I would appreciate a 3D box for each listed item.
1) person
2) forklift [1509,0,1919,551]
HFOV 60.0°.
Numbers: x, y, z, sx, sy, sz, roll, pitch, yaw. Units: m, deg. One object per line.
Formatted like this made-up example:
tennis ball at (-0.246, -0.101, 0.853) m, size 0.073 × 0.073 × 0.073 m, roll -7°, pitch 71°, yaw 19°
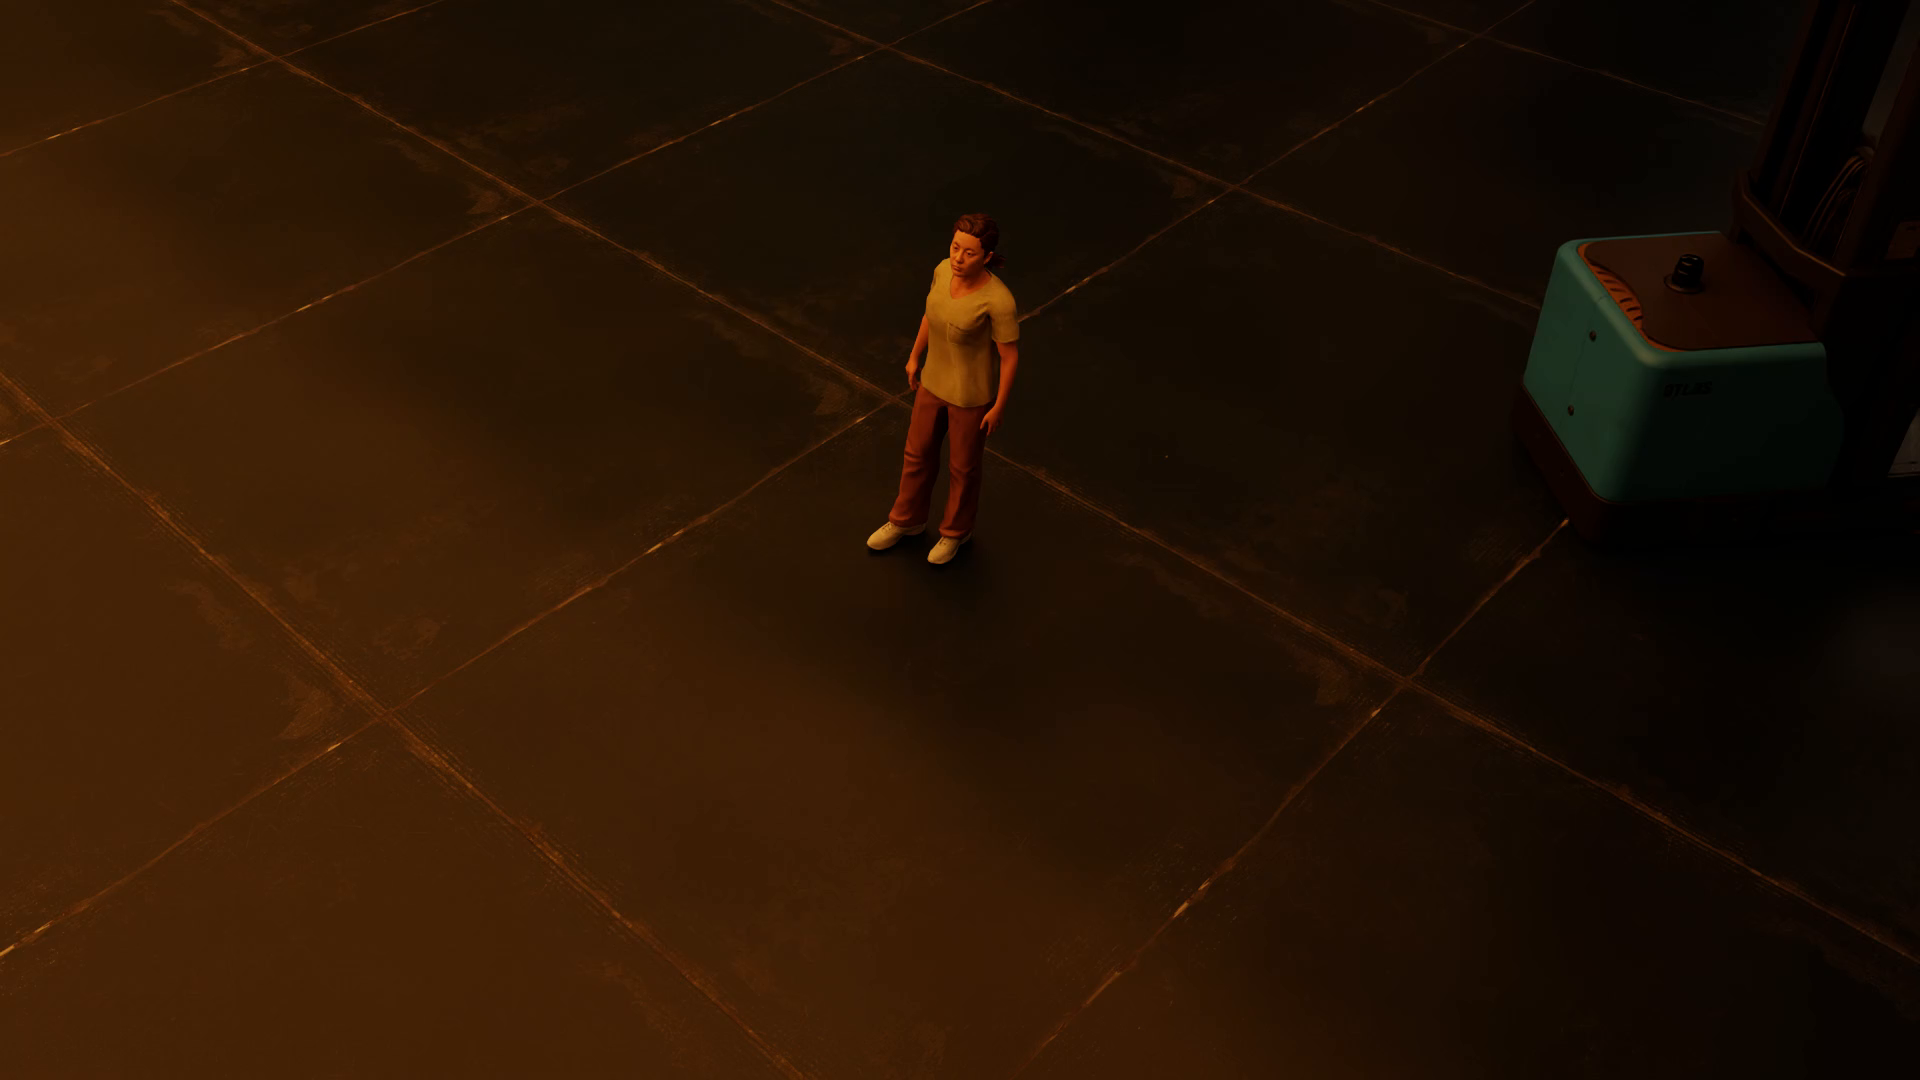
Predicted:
person at (-0.024, -0.562, 7.175) m, size 0.521 × 1.361 × 0.395 m, roll 31°, pitch 49°, yaw 31°
forklift at (4.282, -1.482, 7.156) m, size 3.031 × 2.935 × 1.130 m, roll -5°, pitch 41°, yaw -5°
